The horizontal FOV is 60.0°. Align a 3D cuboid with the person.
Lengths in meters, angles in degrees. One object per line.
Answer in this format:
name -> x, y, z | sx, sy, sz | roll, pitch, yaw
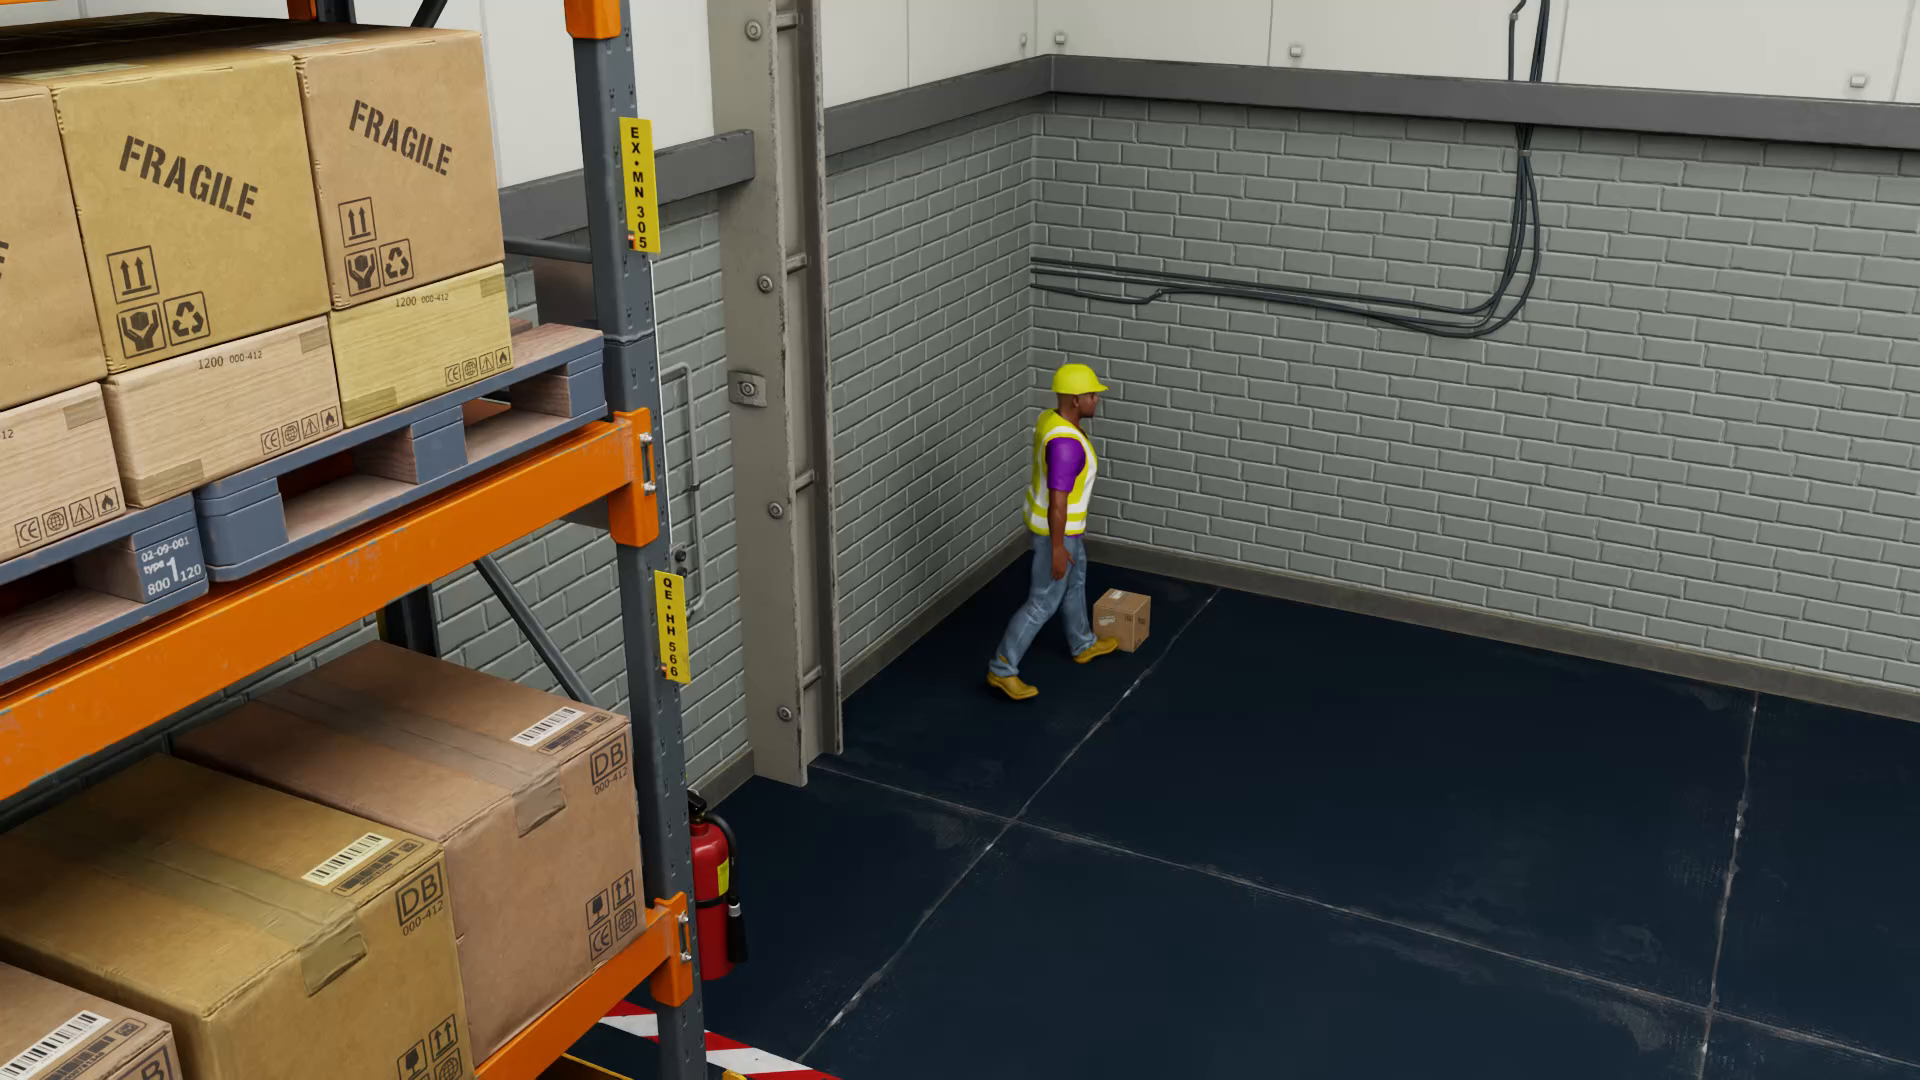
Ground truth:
person -> 0.520, -0.080, 8.782 | 0.812, 1.752, 0.738 | -3, 23, -7
